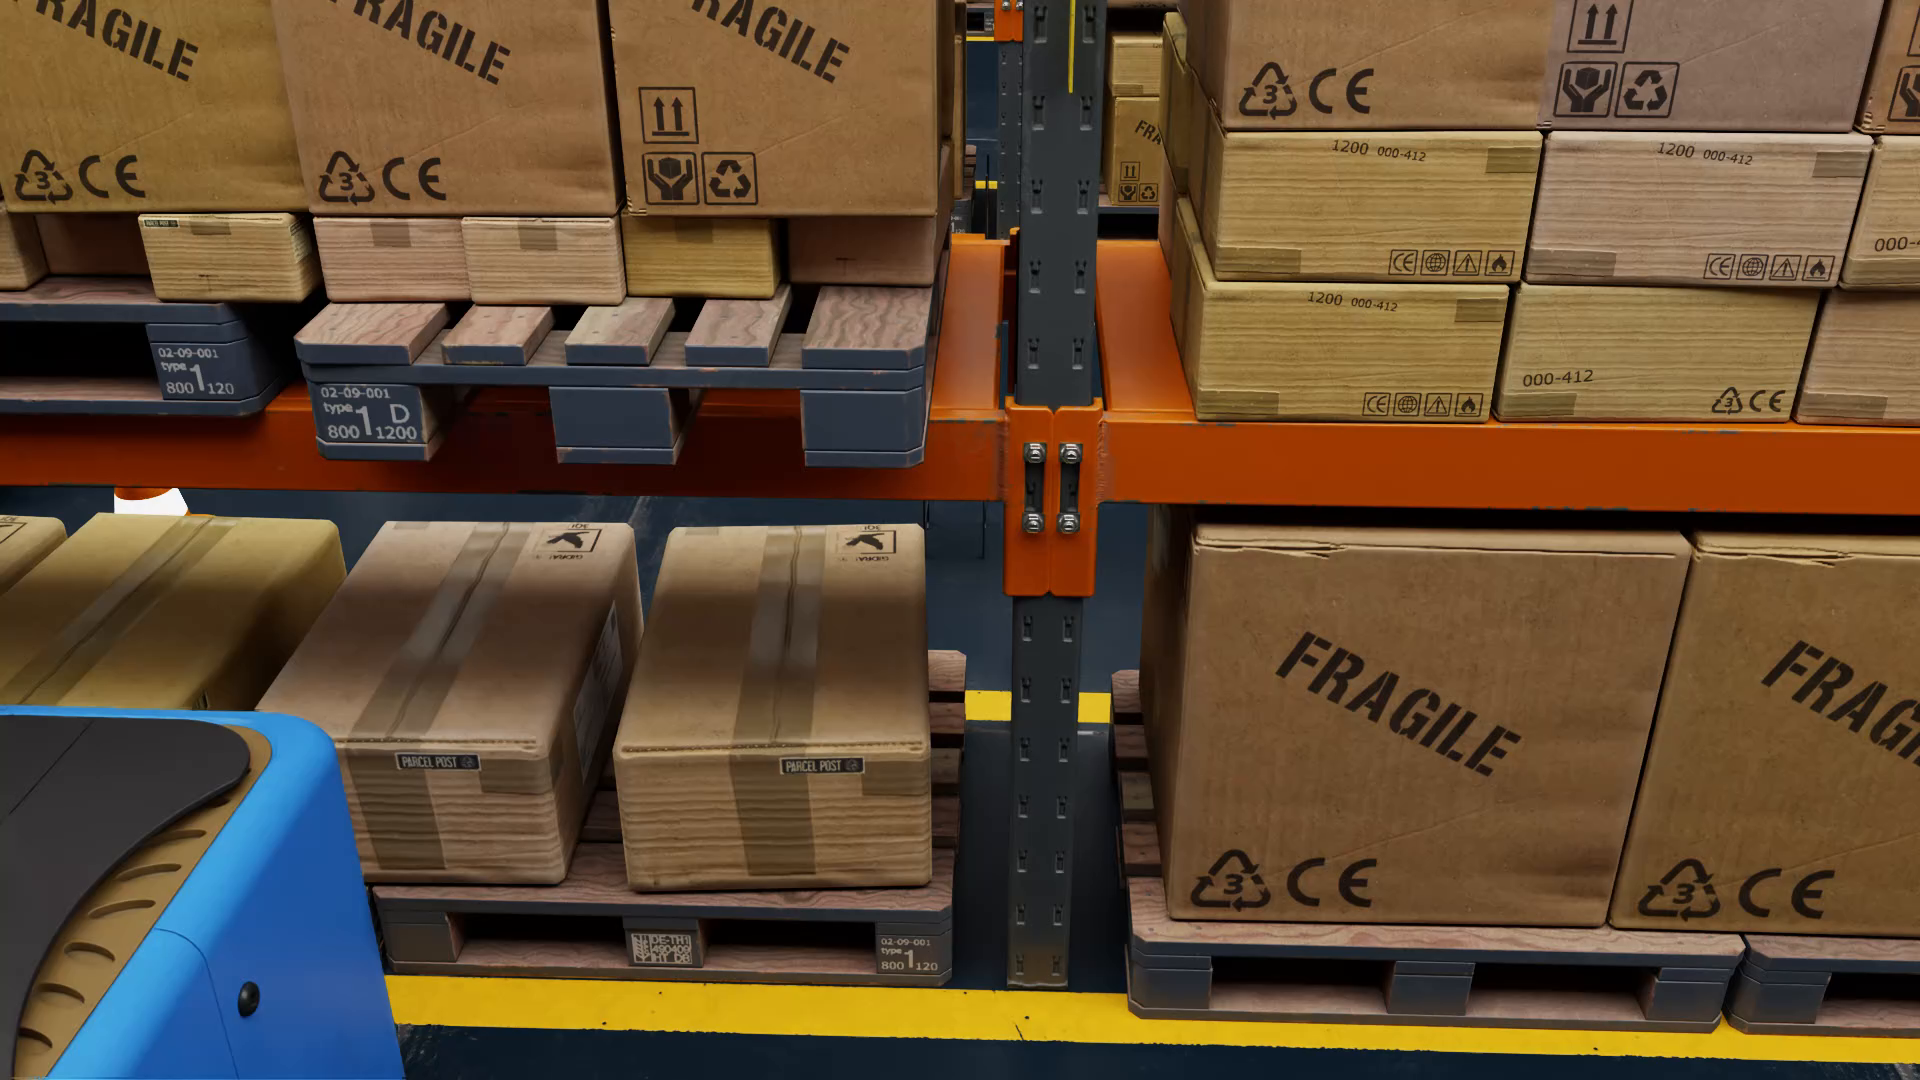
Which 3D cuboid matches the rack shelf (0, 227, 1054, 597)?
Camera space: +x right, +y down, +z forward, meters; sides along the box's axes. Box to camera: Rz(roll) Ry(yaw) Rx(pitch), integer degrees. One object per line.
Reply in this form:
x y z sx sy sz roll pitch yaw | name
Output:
-1.820 -0.334 3.445 4.000 0.370 1.077 1 28 2 | rack shelf

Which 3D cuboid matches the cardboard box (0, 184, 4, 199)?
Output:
-1.852 -0.878 2.830 0.500 0.500 0.500 0 28 0 | cardboard box

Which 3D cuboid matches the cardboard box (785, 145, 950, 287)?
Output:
-0.157 -0.588 2.977 0.250 0.149 0.380 2 28 4 | cardboard box

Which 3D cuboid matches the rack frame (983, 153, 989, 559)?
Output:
0.077 -0.529 4.967 0.006 1.200 0.240 1 28 2 | rack frame

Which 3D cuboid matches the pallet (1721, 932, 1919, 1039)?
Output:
2.180 0.683 3.735 1.213 0.211 1.003 1 28 2 | pallet

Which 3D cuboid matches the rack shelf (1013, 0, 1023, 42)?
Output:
2.251 -2.586 7.694 4.000 0.370 1.077 1 28 2 | rack shelf

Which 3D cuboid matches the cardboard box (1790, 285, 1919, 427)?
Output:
1.697 -0.415 2.990 0.500 0.250 0.500 2 28 3 | cardboard box

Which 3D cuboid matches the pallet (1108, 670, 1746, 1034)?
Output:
0.964 0.662 3.776 1.213 0.211 1.003 1 28 2 | pallet

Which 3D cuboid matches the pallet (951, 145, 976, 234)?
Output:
-0.533 -1.753 8.332 1.213 0.211 1.003 1 28 2 | pallet

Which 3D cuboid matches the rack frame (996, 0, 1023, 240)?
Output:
0.253 -2.937 7.588 0.127 3.000 1.000 1 28 2 | rack frame

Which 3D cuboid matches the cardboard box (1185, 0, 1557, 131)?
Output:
0.663 -0.982 2.725 0.500 0.500 0.500 0 28 0 | cardboard box

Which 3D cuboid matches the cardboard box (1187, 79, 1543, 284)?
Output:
0.677 -0.649 2.898 0.500 0.250 0.500 1 28 1 | cardboard box

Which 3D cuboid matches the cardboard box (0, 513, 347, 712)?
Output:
-1.881 0.319 3.802 0.625 0.372 0.950 2 28 3 | cardboard box

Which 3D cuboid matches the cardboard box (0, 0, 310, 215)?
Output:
-1.307 -0.868 2.812 0.500 0.500 0.500 -1 28 -2 | cardboard box

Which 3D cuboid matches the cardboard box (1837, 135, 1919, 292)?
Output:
1.691 -0.626 2.854 0.500 0.250 0.500 1 28 2 | cardboard box

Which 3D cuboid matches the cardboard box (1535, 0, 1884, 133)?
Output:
1.159 -0.978 2.718 0.500 0.500 0.500 1 28 2 | cardboard box

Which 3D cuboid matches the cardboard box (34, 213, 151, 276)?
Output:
-1.454 -0.611 3.020 0.250 0.149 0.380 1 28 2 | cardboard box

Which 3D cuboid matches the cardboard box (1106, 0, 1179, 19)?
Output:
0.945 -2.461 8.109 0.500 0.250 0.500 0 28 1 | cardboard box

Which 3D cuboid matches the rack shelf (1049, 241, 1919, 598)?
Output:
2.178 -0.267 3.320 4.000 0.370 1.077 1 28 2 | rack shelf

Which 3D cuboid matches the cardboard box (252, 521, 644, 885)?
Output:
-1.123 0.335 3.773 0.625 0.372 0.950 0 28 1 | cardboard box

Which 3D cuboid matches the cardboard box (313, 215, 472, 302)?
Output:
-0.932 -0.550 2.904 0.250 0.149 0.380 0 28 -1 | cardboard box

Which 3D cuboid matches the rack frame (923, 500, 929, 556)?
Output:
-0.106 -0.532 4.972 0.006 1.200 0.240 1 28 2 | rack frame

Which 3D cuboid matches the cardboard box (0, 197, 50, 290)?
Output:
-1.708 -0.577 2.955 0.250 0.149 0.380 0 28 0 | cardboard box

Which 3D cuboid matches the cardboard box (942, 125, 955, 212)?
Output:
-0.139 -0.785 3.349 0.250 0.149 0.380 -1 28 -1 | cardboard box

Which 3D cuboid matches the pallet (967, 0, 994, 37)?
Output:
-0.252 -4.039 12.643 1.213 0.211 1.003 1 28 2 | pallet

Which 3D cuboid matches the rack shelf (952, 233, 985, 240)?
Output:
-0.014 -0.809 4.822 0.180 0.103 0.258 1 28 2 | rack shelf

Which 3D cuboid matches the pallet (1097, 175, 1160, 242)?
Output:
1.034 -1.691 8.215 1.213 0.211 1.003 1 28 2 | pallet

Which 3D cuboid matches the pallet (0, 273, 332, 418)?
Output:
-1.801 -0.547 3.284 1.213 0.211 1.003 1 28 2 | pallet

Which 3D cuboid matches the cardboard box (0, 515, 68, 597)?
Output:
-2.576 0.309 3.822 0.625 0.372 0.950 3 28 5 | cardboard box

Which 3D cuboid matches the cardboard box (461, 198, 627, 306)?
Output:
-0.681 -0.542 2.890 0.250 0.149 0.380 1 28 1 | cardboard box

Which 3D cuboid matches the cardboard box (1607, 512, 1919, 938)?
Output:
1.758 0.202 3.487 0.875 0.875 0.875 1 28 2 | cardboard box

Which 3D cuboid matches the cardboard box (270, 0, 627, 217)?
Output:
-0.802 -0.860 2.798 0.500 0.500 0.500 1 28 1 | cardboard box

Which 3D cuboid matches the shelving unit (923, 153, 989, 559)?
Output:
-0.014 -0.530 4.969 0.189 1.200 0.258 1 28 2 | shelving unit

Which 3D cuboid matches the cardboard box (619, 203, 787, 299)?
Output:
-0.427 -0.559 2.921 0.250 0.149 0.380 1 28 3 | cardboard box

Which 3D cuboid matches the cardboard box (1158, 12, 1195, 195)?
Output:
0.672 -0.884 3.341 0.500 0.250 0.500 1 28 2 | cardboard box

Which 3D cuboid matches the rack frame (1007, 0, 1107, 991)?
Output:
0.179 -0.618 3.214 0.127 3.000 1.000 1 28 2 | rack frame

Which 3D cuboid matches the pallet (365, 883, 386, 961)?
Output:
-1.818 0.579 3.933 1.213 0.211 1.003 1 28 2 | pallet

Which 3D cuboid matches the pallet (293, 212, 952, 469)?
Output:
-0.537 -0.496 3.187 1.003 0.211 1.213 1 28 2 | pallet

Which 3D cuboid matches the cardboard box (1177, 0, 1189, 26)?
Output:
0.705 -1.218 3.171 0.500 0.500 0.500 0 28 0 | cardboard box

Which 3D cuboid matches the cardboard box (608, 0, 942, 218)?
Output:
-0.285 -0.857 2.791 0.500 0.500 0.500 0 28 0 | cardboard box

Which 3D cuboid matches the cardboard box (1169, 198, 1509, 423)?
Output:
0.659 -0.426 3.012 0.500 0.250 0.500 0 28 1 | cardboard box

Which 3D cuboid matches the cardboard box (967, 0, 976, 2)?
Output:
-0.142 -4.349 12.450 0.500 0.500 0.700 0 28 -1 | cardboard box

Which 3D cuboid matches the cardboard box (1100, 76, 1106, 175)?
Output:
0.920 -2.130 8.285 0.500 0.500 0.500 1 28 2 | cardboard box

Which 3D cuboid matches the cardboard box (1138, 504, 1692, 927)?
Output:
0.866 0.185 3.518 0.875 0.875 0.875 1 28 1 | cardboard box

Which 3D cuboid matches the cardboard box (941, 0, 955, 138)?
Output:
-0.263 -1.095 3.241 0.500 0.500 0.500 0 28 0 | cardboard box

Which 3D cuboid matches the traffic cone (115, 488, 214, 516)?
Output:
-2.530 -0.198 5.130 0.334 0.463 0.336 1 28 2 | traffic cone

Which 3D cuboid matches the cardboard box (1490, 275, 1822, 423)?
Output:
1.173 -0.426 3.011 0.500 0.250 0.500 0 28 0 | cardboard box

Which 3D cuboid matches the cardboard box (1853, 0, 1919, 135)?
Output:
1.676 -0.962 2.688 0.500 0.500 0.500 2 28 3 | cardboard box

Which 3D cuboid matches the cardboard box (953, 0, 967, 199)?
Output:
-0.353 -2.181 8.115 0.750 0.750 1.050 1 28 1 | cardboard box

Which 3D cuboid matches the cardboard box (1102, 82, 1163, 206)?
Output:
0.951 -1.887 7.828 0.500 0.500 0.500 0 28 0 | cardboard box

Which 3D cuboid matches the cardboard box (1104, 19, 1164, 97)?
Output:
0.933 -2.225 7.664 0.500 0.250 0.500 0 28 -1 | cardboard box

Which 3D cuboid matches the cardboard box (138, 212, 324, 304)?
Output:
-1.208 -0.548 2.901 0.250 0.149 0.380 1 28 3 | cardboard box

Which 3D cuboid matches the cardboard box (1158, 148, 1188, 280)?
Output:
0.694 -0.665 3.462 0.500 0.250 0.500 0 28 0 | cardboard box

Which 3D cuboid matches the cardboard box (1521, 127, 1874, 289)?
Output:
1.193 -0.640 2.881 0.500 0.250 0.500 2 28 3 | cardboard box

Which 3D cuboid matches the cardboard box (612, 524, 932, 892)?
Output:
-0.385 0.343 3.757 0.625 0.372 0.950 -1 28 -2 | cardboard box

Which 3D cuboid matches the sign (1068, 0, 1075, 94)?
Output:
0.169 -0.841 2.482 0.005 0.325 0.100 1 28 2 | sign

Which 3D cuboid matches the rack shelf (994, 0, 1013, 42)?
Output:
-1.746 -2.652 7.819 4.000 0.370 1.077 1 28 2 | rack shelf

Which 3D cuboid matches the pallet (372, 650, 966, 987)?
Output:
-0.602 0.600 3.893 1.213 0.211 1.003 1 28 2 | pallet
